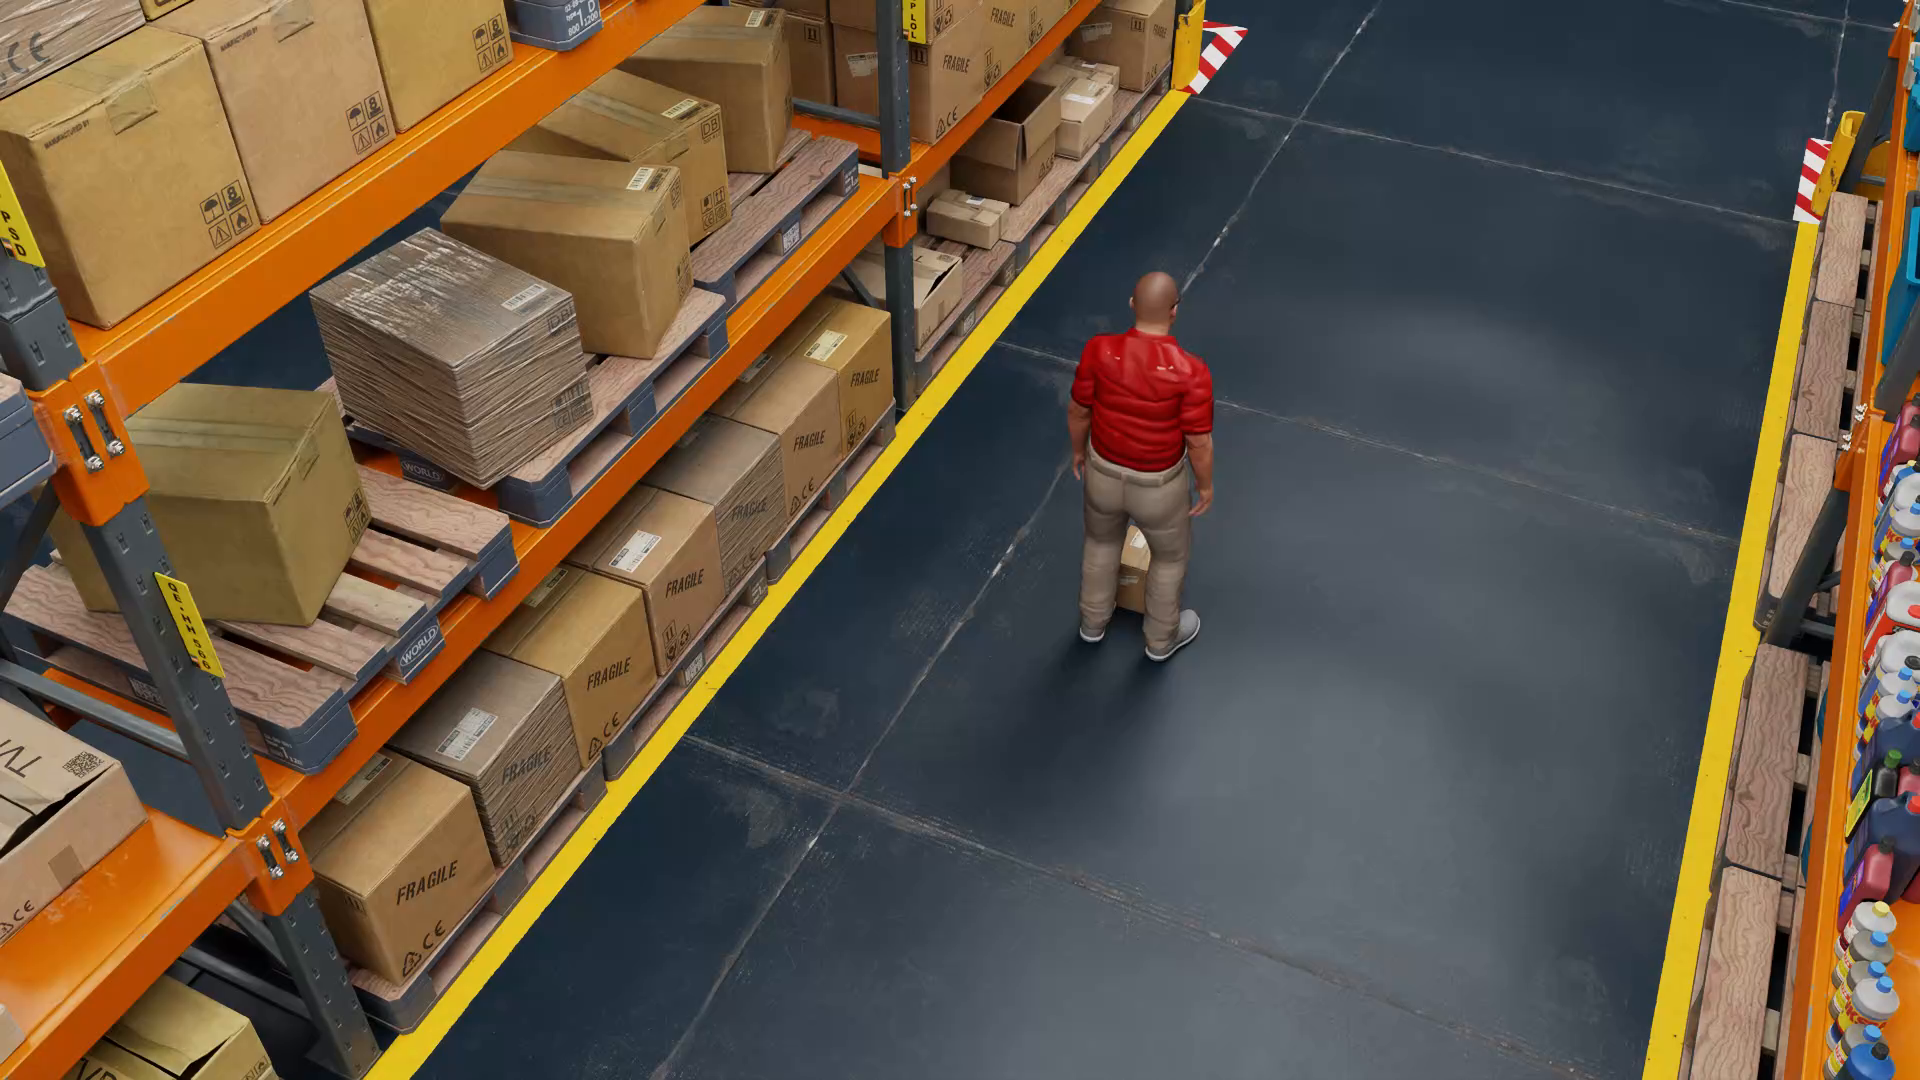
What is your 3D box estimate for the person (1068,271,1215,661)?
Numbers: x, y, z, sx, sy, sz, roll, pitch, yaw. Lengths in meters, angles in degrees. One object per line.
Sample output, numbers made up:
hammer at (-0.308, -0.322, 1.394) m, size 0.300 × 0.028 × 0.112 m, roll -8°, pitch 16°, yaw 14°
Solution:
person at (0.699, -0.261, 6.462) m, size 0.587 × 1.727 × 0.394 m, roll 18°, pitch 45°, yaw 19°
